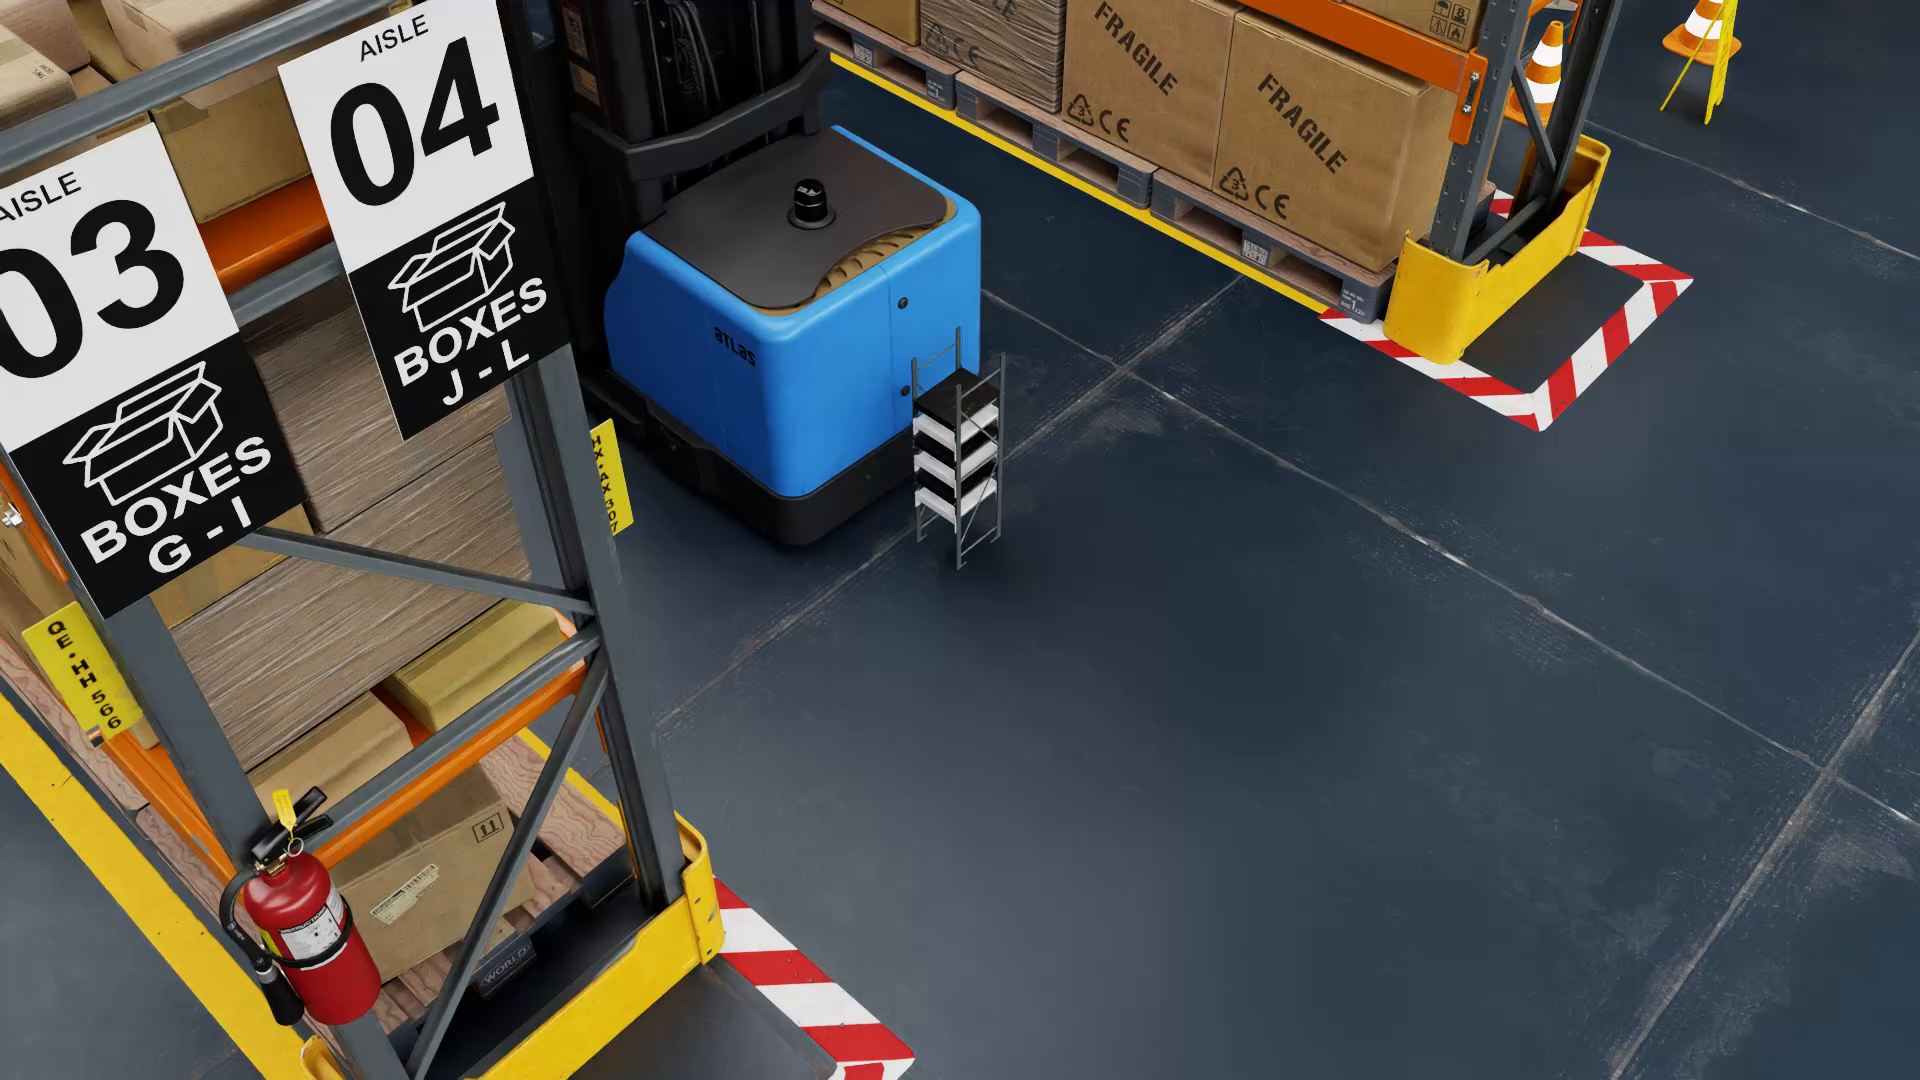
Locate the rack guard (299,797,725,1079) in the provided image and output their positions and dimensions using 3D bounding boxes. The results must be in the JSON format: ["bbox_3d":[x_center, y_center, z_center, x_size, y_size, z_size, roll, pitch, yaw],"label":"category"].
[{"bbox_3d":[-1.217,1.278,4.707,0.348,0.500,1.175,34,55,28],"label":"rack guard"}]

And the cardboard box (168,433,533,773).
[{"bbox_3d":[-1.547,0.037,3.885,0.500,0.500,0.875,34,55,28],"label":"cardboard box"}]

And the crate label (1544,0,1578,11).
[{"bbox_3d":[3.246,-2.984,8.958,0.298,0.136,0.250,9,48,9],"label":"crate label"}]

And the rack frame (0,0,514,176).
[{"bbox_3d":[-1.161,-1.594,1.574,0.127,3.000,1.000,34,55,28],"label":"rack frame"}]

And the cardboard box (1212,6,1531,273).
[{"bbox_3d":[1.734,-1.864,7.112,0.875,0.875,0.875,34,56,28],"label":"cardboard box"}]

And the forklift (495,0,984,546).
[{"bbox_3d":[-1.310,-1.949,6.069,3.031,2.935,1.130,36,56,29],"label":"forklift"}]

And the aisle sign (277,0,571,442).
[{"bbox_3d":[-0.912,-0.560,2.935,0.004,0.787,0.394,34,55,28],"label":"aisle sign"}]

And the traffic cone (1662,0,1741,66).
[{"bbox_3d":[3.866,-2.740,8.505,0.334,0.463,0.336,34,55,28],"label":"traffic cone"}]

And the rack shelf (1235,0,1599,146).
[{"bbox_3d":[0.807,-2.890,7.400,4.000,0.370,1.077,34,55,28],"label":"rack shelf"}]

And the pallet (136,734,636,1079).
[{"bbox_3d":[-1.790,0.956,5.208,1.213,0.211,1.003,34,55,28],"label":"pallet"}]

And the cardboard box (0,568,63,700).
[{"bbox_3d":[-1.996,-0.146,4.057,0.500,0.500,0.875,34,55,28],"label":"cardboard box"}]

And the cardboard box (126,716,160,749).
[{"bbox_3d":[-1.913,0.295,4.087,0.250,0.149,0.380,34,55,28],"label":"cardboard box"}]

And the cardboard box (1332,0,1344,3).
[{"bbox_3d":[1.555,-2.618,6.548,0.550,0.550,0.875,34,55,28],"label":"cardboard box"}]

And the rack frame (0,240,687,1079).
[{"bbox_3d":[-1.161,0.460,3.761,0.127,3.000,1.000,34,55,28],"label":"rack frame"}]

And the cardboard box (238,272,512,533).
[{"bbox_3d":[-1.381,-0.437,3.644,0.500,0.500,0.500,34,55,28],"label":"cardboard box"}]

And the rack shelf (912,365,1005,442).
[{"bbox_3d":[-0.006,-0.474,5.753,0.200,0.077,0.258,34,55,28],"label":"rack shelf"}]

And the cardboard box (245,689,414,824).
[{"bbox_3d":[-1.511,0.515,3.881,0.250,0.149,0.380,34,55,28],"label":"cardboard box"}]

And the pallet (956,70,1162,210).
[{"bbox_3d":[0.744,-2.150,8.124,1.213,0.211,1.003,34,55,28],"label":"pallet"}]

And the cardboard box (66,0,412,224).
[{"bbox_3d":[-1.340,-0.892,3.076,0.500,0.250,0.500,36,56,29],"label":"cardboard box"}]

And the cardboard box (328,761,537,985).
[{"bbox_3d":[-1.609,0.854,4.817,0.500,0.500,0.500,-28,53,-24],"label":"cardboard box"}]

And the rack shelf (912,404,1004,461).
[{"bbox_3d":[-0.006,-0.412,5.819,0.200,0.077,0.258,34,55,28],"label":"rack shelf"}]

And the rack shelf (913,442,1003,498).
[{"bbox_3d":[-0.006,-0.289,5.950,0.200,0.077,0.258,34,55,28],"label":"rack shelf"}]

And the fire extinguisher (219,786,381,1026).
[{"bbox_3d":[-1.390,0.790,3.504,0.183,0.674,0.296,34,55,28],"label":"fire extinguisher"}]

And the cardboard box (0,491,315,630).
[{"bbox_3d":[-1.733,-0.158,3.382,0.500,0.500,0.500,34,55,28],"label":"cardboard box"}]

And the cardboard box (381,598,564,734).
[{"bbox_3d":[-1.209,0.277,4.105,0.250,0.149,0.380,34,55,28],"label":"cardboard box"}]

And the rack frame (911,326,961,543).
[{"bbox_3d":[-0.081,-0.362,5.973,0.006,0.900,0.240,34,55,28],"label":"rack frame"}]

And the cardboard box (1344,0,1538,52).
[{"bbox_3d":[1.974,-2.358,6.304,0.550,0.550,0.875,34,55,28],"label":"cardboard box"}]

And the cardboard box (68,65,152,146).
[{"bbox_3d":[-1.688,-0.618,2.818,0.500,0.250,0.500,35,56,28],"label":"cardboard box"}]

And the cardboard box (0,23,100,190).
[{"bbox_3d":[-1.577,-0.622,2.549,0.250,0.149,0.380,34,55,28],"label":"cardboard box"}]

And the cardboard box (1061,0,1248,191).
[{"bbox_3d":[1.086,-2.298,7.519,0.875,0.875,0.875,33,55,27],"label":"cardboard box"}]

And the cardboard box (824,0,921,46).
[{"bbox_3d":[-0.248,-3.193,8.360,0.875,0.875,0.875,35,56,28],"label":"cardboard box"}]

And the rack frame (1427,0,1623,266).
[{"bbox_3d":[2.277,-2.147,6.209,0.127,3.000,1.000,34,55,28],"label":"rack frame"}]

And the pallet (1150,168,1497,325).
[{"bbox_3d":[1.636,-1.546,7.557,1.213,0.211,1.003,34,55,28],"label":"pallet"}]

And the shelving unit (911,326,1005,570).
[{"bbox_3d":[-0.006,-0.312,5.926,0.210,0.900,0.258,34,55,28],"label":"shelving unit"}]

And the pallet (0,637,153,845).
[{"bbox_3d":[-2.682,0.353,5.774,1.213,0.211,1.003,34,55,28],"label":"pallet"}]

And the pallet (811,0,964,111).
[{"bbox_3d":[-0.157,-2.753,8.690,1.213,0.211,1.003,34,55,28],"label":"pallet"}]

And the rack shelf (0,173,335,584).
[{"bbox_3d":[-2.631,-1.310,3.858,4.000,0.370,1.077,34,55,28],"label":"rack shelf"}]

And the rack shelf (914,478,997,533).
[{"bbox_3d":[-0.006,-0.166,6.081,0.200,0.077,0.258,34,55,28],"label":"rack shelf"}]

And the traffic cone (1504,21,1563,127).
[{"bbox_3d":[2.850,-2.302,8.094,0.334,0.463,0.336,34,55,28],"label":"traffic cone"}]

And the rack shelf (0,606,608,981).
[{"bbox_3d":[-2.631,-0.283,4.952,4.000,0.370,1.077,34,55,28],"label":"rack shelf"}]

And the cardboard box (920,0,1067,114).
[{"bbox_3d":[0.417,-2.750,7.943,0.875,0.875,0.875,34,56,28],"label":"cardboard box"}]

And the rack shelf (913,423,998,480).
[{"bbox_3d":[-0.006,-0.351,5.884,0.200,0.077,0.258,34,55,28],"label":"rack shelf"}]

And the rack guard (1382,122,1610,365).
[{"bbox_3d":[2.295,-1.280,7.109,0.348,0.500,1.175,34,55,28],"label":"rack guard"}]

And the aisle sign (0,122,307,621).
[{"bbox_3d":[-1.319,-0.239,2.633,0.004,0.787,0.394,34,55,28],"label":"aisle sign"}]

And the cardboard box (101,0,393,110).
[{"bbox_3d":[-1.207,-0.912,2.821,0.250,0.149,0.380,34,55,27],"label":"cardboard box"}]

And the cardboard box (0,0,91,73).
[{"bbox_3d":[-1.689,-0.814,2.728,0.250,0.149,0.380,32,55,27],"label":"cardboard box"}]

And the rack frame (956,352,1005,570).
[{"bbox_3d":[0.069,-0.262,5.879,0.006,0.900,0.240,34,55,28],"label":"rack frame"}]

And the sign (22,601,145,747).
[{"bbox_3d":[-1.552,0.243,2.954,0.005,0.325,0.100,34,55,28],"label":"sign"}]

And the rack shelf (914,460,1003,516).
[{"bbox_3d":[-0.006,-0.228,6.016,0.200,0.077,0.258,34,55,28],"label":"rack shelf"}]

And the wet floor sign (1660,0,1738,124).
[{"bbox_3d":[3.641,-2.388,8.050,0.232,0.644,0.267,25,52,22],"label":"wet floor sign"}]

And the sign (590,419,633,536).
[{"bbox_3d":[-0.793,-0.127,3.718,0.005,0.325,0.100,34,55,28],"label":"sign"}]
